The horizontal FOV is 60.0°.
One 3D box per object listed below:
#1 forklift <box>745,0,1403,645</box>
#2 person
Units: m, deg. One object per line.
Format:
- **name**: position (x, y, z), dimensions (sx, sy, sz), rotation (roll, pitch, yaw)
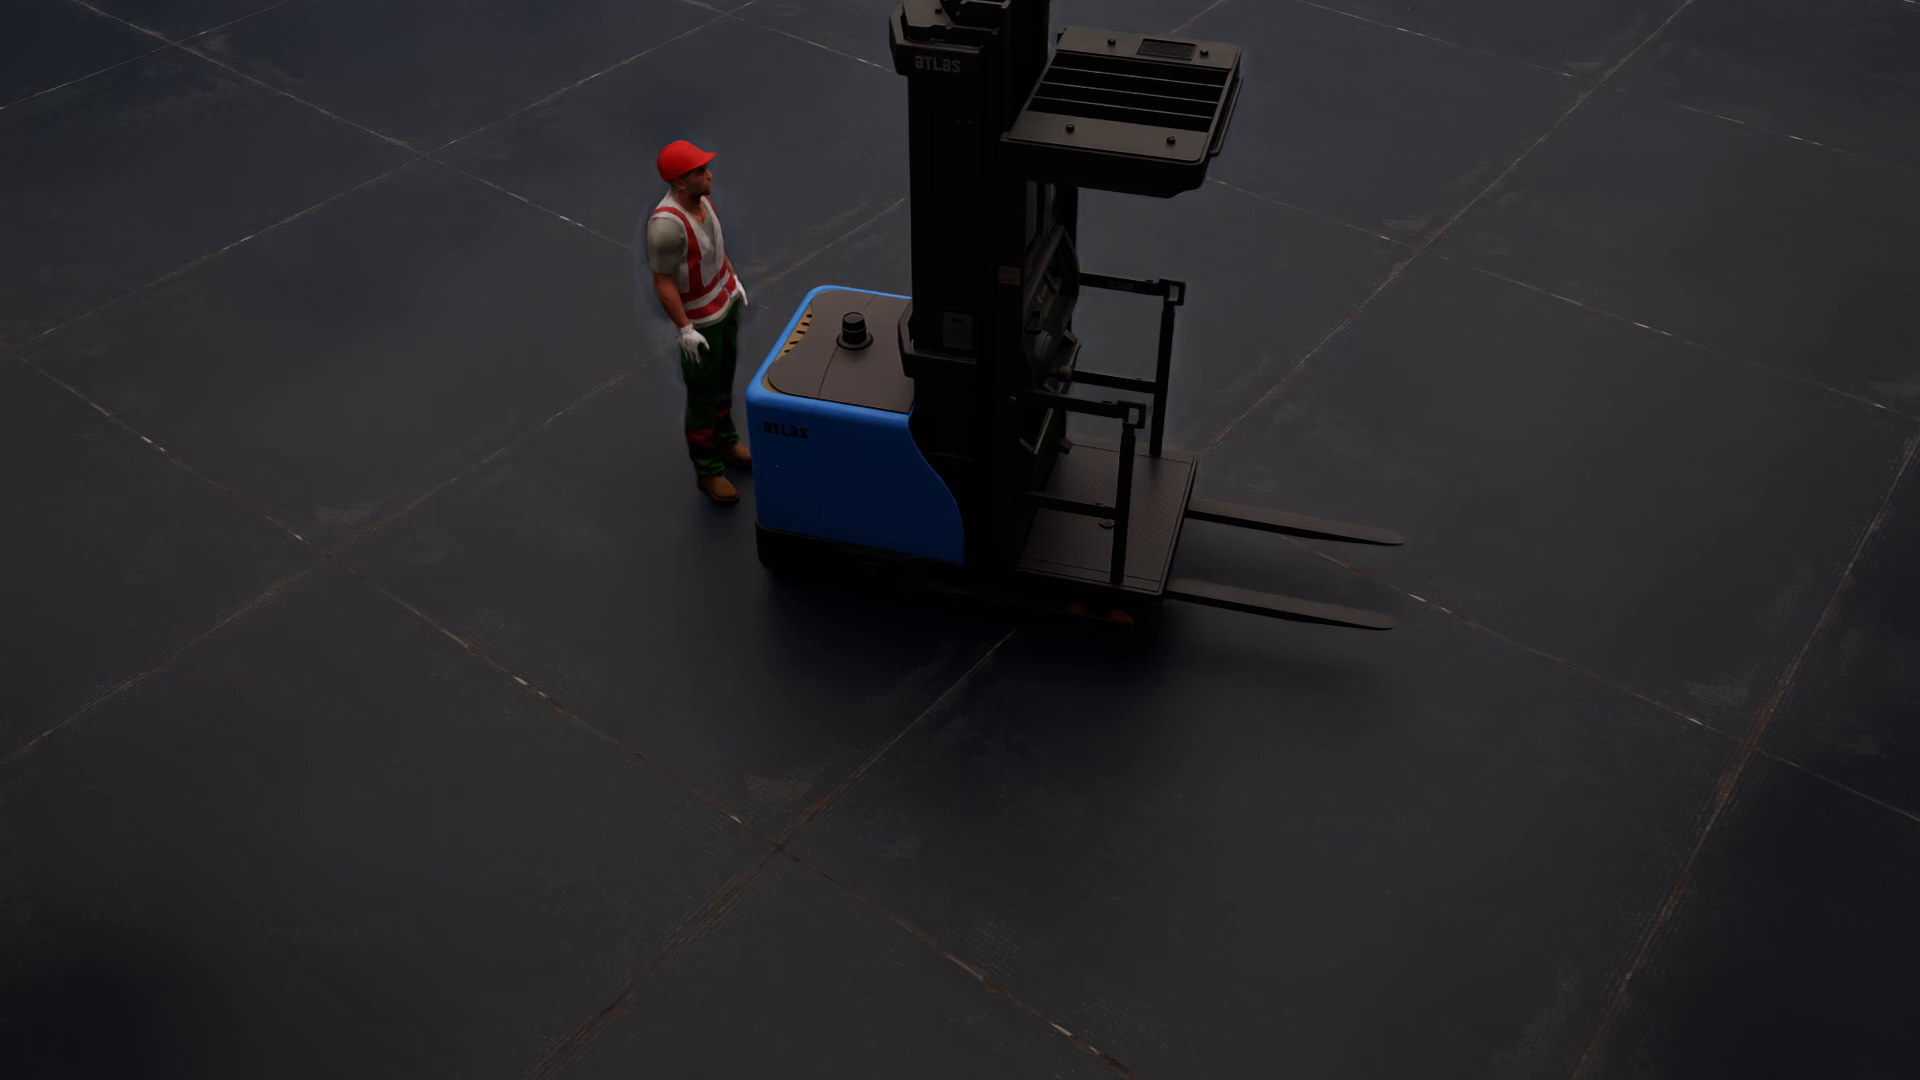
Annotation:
- **forklift**: position (0.587, -1.011, 7.260), dimensions (3.031, 2.935, 1.130), rotation (10, 41, 12)
- **person**: position (-1.261, -1.109, 8.250), dimensions (0.440, 1.788, 0.713), rotation (10, 42, 12)
